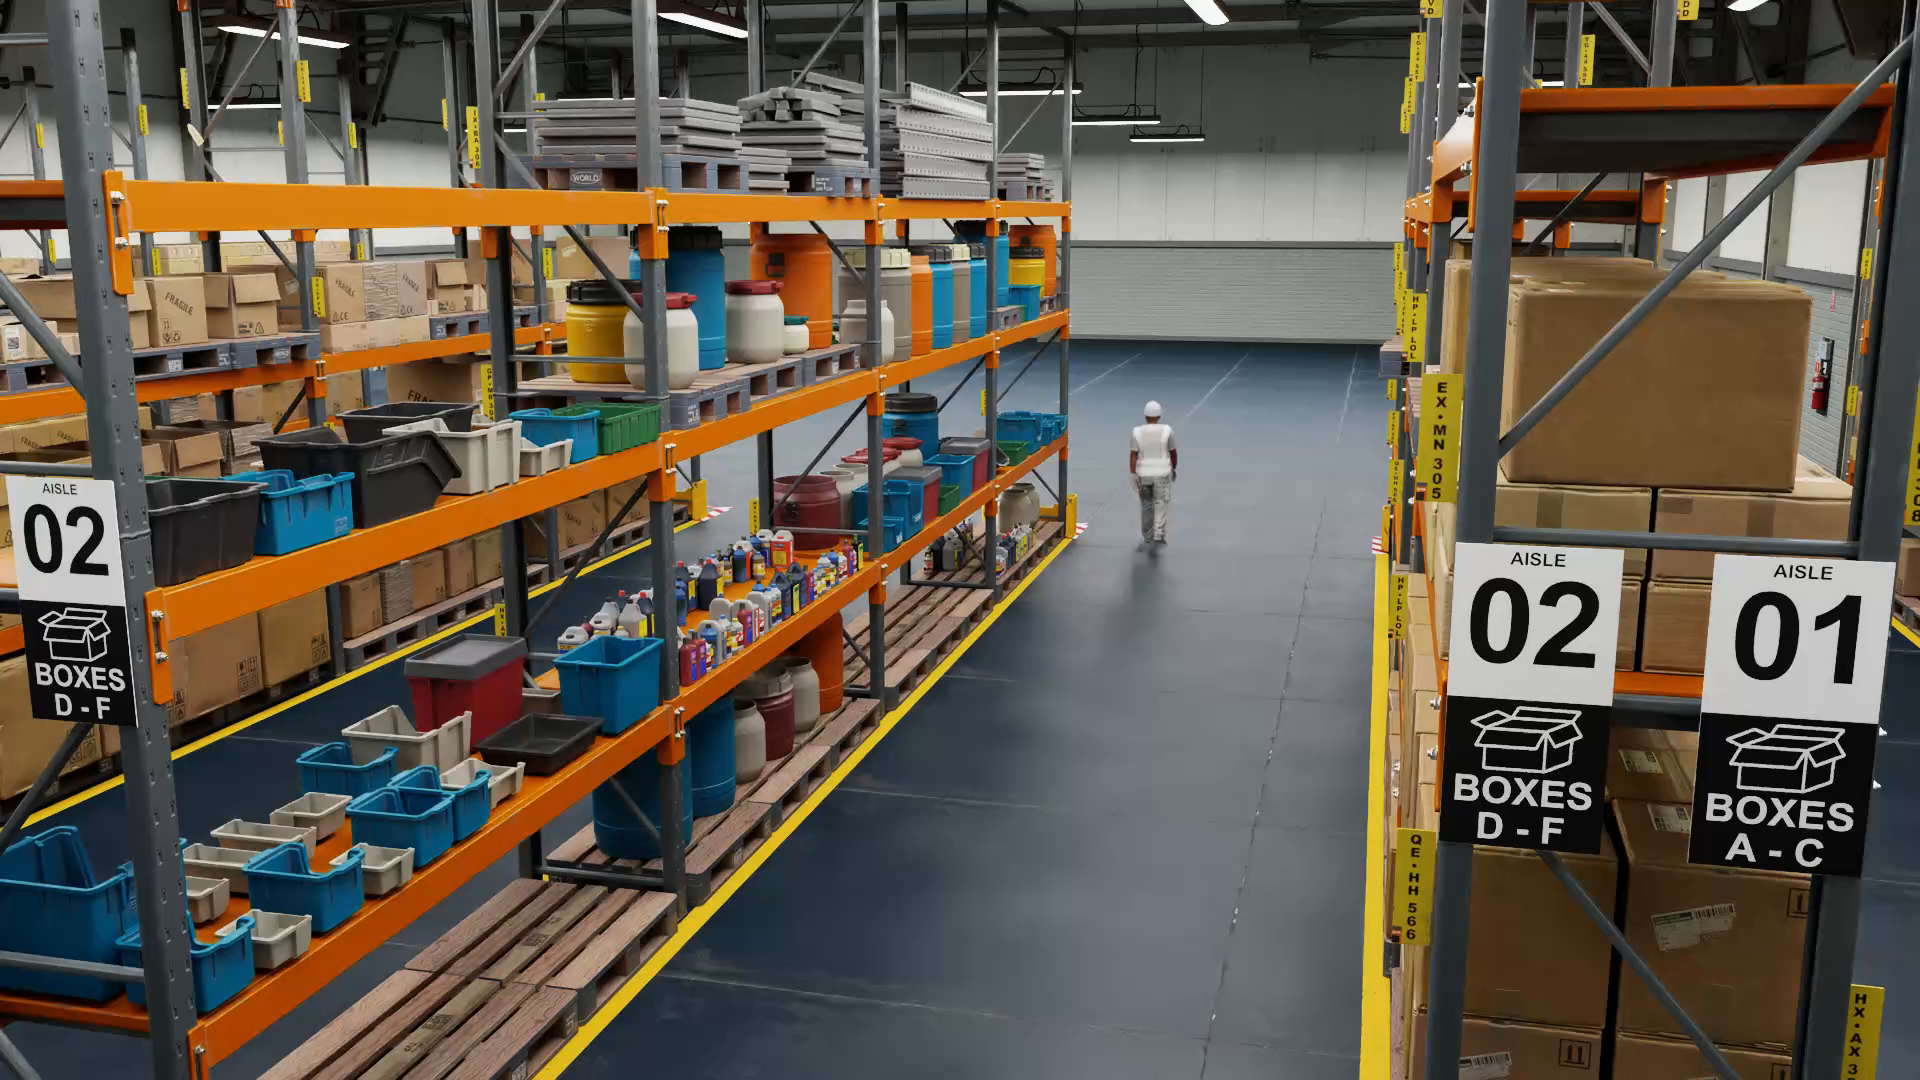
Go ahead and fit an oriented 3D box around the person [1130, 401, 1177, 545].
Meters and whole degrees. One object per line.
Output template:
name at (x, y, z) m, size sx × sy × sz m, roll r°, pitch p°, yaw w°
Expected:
person at (2.324, -0.790, 20.030) m, size 0.558 × 1.758 × 0.993 m, roll 2°, pitch 11°, yaw 12°
